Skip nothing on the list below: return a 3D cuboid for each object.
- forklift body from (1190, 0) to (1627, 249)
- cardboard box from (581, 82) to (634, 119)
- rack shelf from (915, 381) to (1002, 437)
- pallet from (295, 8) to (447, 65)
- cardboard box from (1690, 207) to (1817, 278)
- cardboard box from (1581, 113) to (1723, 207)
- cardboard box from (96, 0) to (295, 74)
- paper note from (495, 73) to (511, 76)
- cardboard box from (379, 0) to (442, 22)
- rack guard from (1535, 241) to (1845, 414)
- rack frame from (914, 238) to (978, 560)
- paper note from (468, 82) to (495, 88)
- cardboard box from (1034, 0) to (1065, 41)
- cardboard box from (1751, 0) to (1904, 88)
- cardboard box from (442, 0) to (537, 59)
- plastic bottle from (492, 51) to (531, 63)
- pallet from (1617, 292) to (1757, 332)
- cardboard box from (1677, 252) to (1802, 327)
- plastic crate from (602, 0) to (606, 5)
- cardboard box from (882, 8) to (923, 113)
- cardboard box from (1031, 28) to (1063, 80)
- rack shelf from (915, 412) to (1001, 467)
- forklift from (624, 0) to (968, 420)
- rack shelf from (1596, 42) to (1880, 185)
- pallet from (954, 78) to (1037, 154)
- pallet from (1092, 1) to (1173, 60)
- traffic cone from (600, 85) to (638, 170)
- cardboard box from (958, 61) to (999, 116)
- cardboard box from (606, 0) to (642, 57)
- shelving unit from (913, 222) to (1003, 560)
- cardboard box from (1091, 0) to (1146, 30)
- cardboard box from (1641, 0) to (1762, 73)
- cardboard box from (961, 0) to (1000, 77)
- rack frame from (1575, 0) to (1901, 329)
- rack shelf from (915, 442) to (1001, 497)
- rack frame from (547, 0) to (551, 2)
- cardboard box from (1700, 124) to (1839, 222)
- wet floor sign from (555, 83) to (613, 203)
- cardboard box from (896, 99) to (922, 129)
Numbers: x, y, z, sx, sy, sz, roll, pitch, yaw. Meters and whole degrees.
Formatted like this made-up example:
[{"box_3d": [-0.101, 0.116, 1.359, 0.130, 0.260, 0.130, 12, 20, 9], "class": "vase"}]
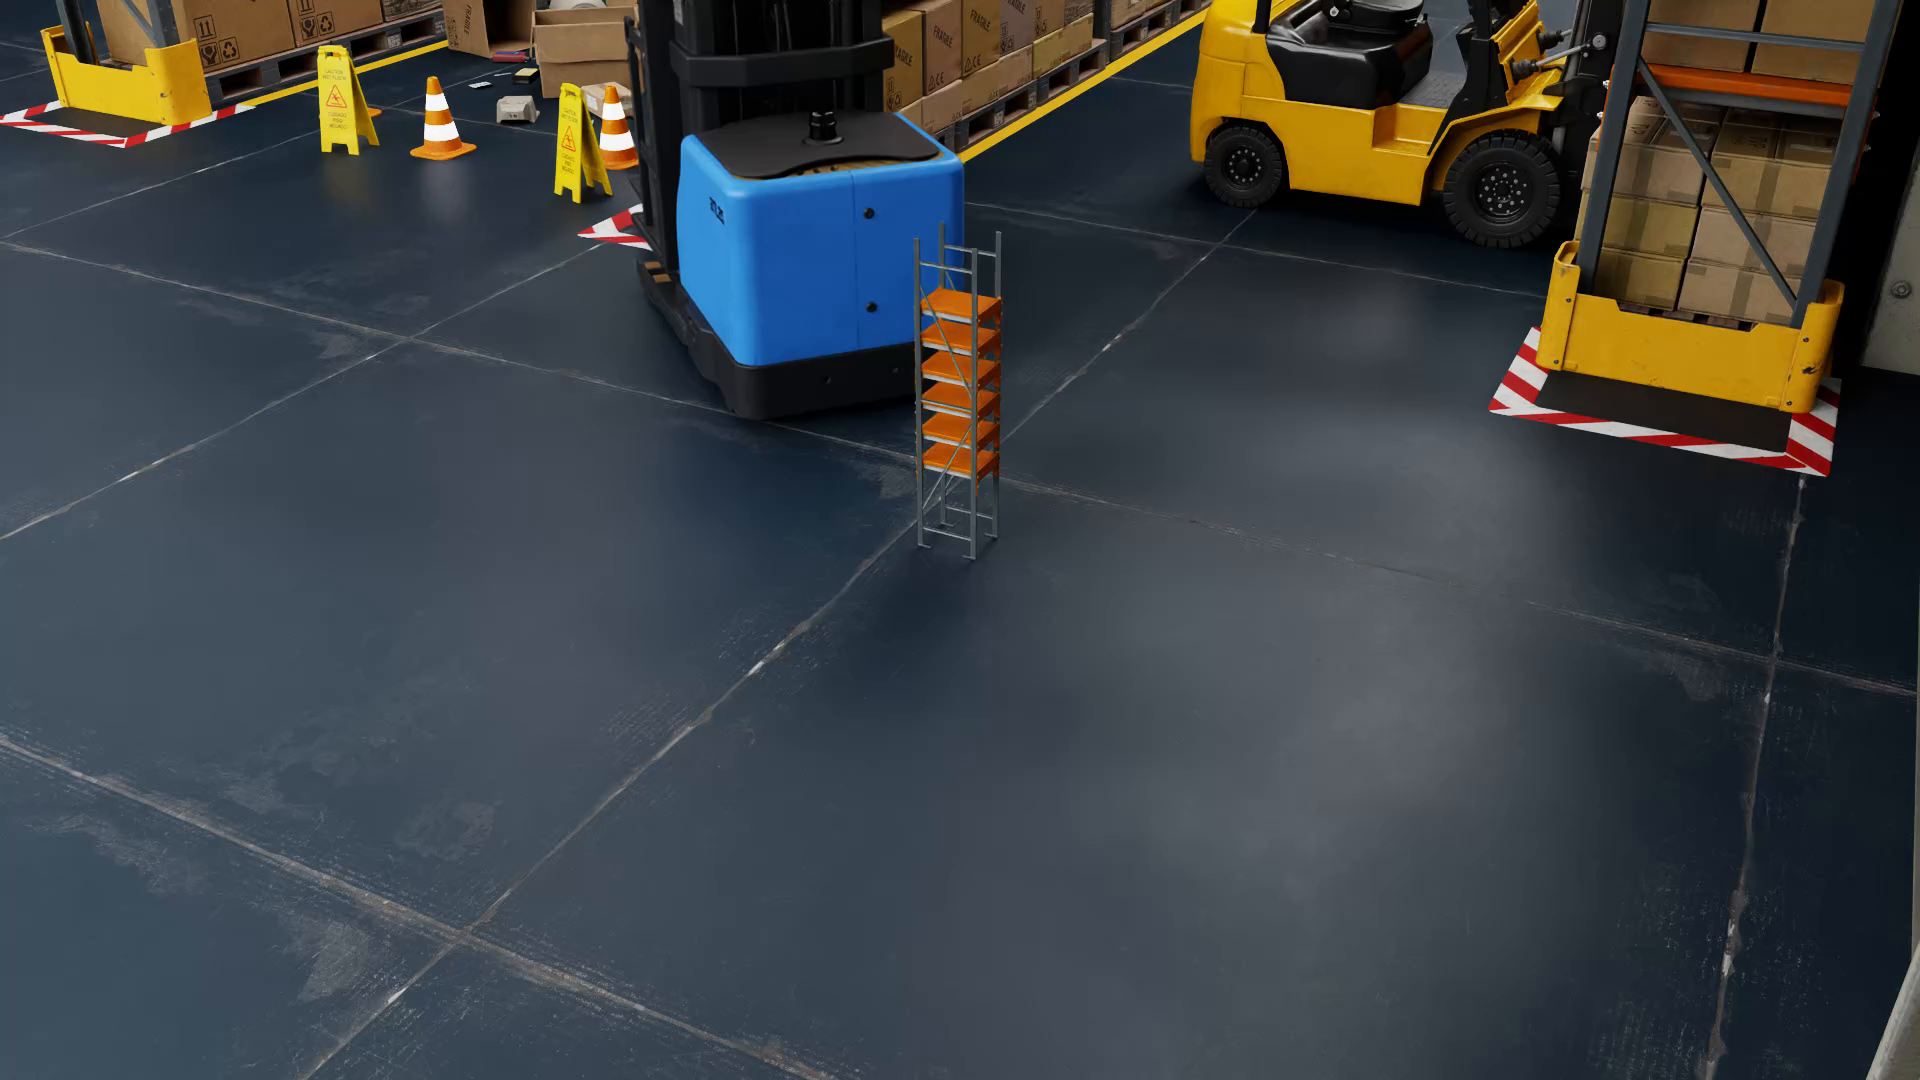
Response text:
[{"box_3d": [2.483, -2.942, 9.214, 2.313, 2.155, 1.214, 14, 33, 23], "class": "forklift body"}, {"box_3d": [-2.378, -2.983, 11.295, 0.250, 0.149, 0.380, -18, 34, -28], "class": "cardboard box"}, {"box_3d": [-0.007, -0.475, 5.962, 0.258, 0.103, 0.180, 14, 33, 23], "class": "rack shelf"}, {"box_3d": [-4.778, -3.960, 12.934, 1.003, 0.211, 1.213, 14, 33, 23], "class": "pallet"}, {"box_3d": [3.643, -1.424, 7.555, 0.500, 0.250, 0.500, 15, 33, 24], "class": "cardboard box"}, {"box_3d": [3.176, -1.754, 7.628, 0.500, 0.250, 0.500, 15, 33, 25], "class": "cardboard box"}, {"box_3d": [-5.379, -3.835, 11.628, 0.875, 0.875, 0.875, 14, 33, 24], "class": "cardboard box"}, {"box_3d": [-3.349, -3.411, 12.179, 0.123, 0.001, 0.032, -18, 34, -28], "class": "paper note"}, {"box_3d": [-4.563, -4.629, 13.011, 0.875, 0.875, 0.875, 15, 33, 24], "class": "cardboard box"}, {"box_3d": [3.233, -0.961, 7.422, 1.175, 0.500, 0.348, 14, 33, 23], "class": "rack guard"}, {"box_3d": [-0.048, -0.473, 5.869, 0.240, 1.200, 0.006, 14, 33, 23], "class": "rack frame"}, {"box_3d": [-3.423, -3.262, 11.901, 0.142, 0.017, 0.144, -25, 38, -36], "class": "paper note"}, {"box_3d": [0.385, -3.719, 11.301, 0.500, 0.500, 0.500, 15, 33, 24], "class": "cardboard box"}, {"box_3d": [3.716, -2.256, 7.066, 0.500, 0.500, 0.500, 15, 33, 25], "class": "cardboard box"}, {"box_3d": [-3.601, -4.028, 12.759, 0.500, 0.500, 0.500, 21, 36, 32], "class": "cardboard box"}, {"box_3d": [-3.361, -3.636, 12.521, 0.283, 0.061, 0.133, 4, 30, 6], "class": "plastic bottle"}, {"box_3d": [3.555, -1.195, 8.119, 1.003, 0.211, 1.213, 14, 33, 23], "class": "pallet"}, {"box_3d": [3.641, -1.219, 7.700, 0.500, 0.250, 0.500, 14, 33, 23], "class": "cardboard box"}, {"box_3d": [-2.720, -4.463, 13.776, 0.662, 0.188, 0.450, -18, 24, -28], "class": "plastic crate"}, {"box_3d": [-0.553, -2.801, 9.701, 0.500, 0.500, 0.500, 13, 32, 22], "class": "cardboard box"}, {"box_3d": [0.382, -3.382, 11.466, 0.500, 0.250, 0.500, 13, 32, 22], "class": "cardboard box"}, {"box_3d": [-0.007, -0.371, 6.022, 0.258, 0.103, 0.180, 14, 33, 23], "class": "rack shelf"}, {"box_3d": [-0.986, -2.494, 7.650, 1.130, 2.935, 3.031, -11, 32, -19], "class": "forklift"}, {"box_3d": [4.155, -2.631, 8.541, 1.077, 0.370, 4.000, 14, 33, 23], "class": "rack shelf"}, {"box_3d": [-0.184, -2.896, 11.081, 1.003, 0.211, 1.213, 14, 33, 23], "class": "pallet"}, {"box_3d": [0.999, -4.090, 13.160, 1.003, 0.211, 1.213, 14, 33, 23], "class": "pallet"}, {"box_3d": [-2.129, -2.563, 10.249, 0.336, 0.463, 0.334, 14, 33, 23], "class": "traffic cone"}, {"box_3d": [-0.087, -2.934, 10.687, 0.500, 0.250, 0.500, 17, 34, 27], "class": "cardboard box"}, {"box_3d": [-2.212, -3.926, 12.445, 0.797, 0.637, 0.503, 14, 33, 23], "class": "cardboard box"}, {"box_3d": [-0.007, -0.514, 5.940, 0.258, 1.200, 0.189, 14, 33, 23], "class": "shelving unit"}, {"box_3d": [0.882, -4.229, 12.820, 0.950, 0.372, 0.625, 15, 33, 24], "class": "cardboard box"}, {"box_3d": [3.234, -2.377, 7.277, 0.500, 0.500, 0.500, 14, 33, 22], "class": "cardboard box"}, {"box_3d": [-0.083, -3.254, 10.491, 0.500, 0.500, 0.500, 15, 33, 24], "class": "cardboard box"}, {"box_3d": [3.244, -2.056, 6.818, 1.000, 3.000, 0.127, 14, 33, 23], "class": "rack frame"}, {"box_3d": [-0.007, -0.267, 6.082, 0.258, 0.103, 0.180, 14, 33, 23], "class": "rack shelf"}, {"box_3d": [-3.807, -6.032, 13.741, 1.000, 3.000, 0.127, 14, 33, 23], "class": "rack frame"}, {"box_3d": [3.631, -1.649, 7.445, 0.500, 0.250, 0.500, 14, 33, 23], "class": "cardboard box"}, {"box_3d": [-2.216, -2.318, 9.638, 0.232, 0.644, 0.267, -25, 38, -36], "class": "wet floor sign"}, {"box_3d": [-0.563, -2.465, 9.870, 0.500, 0.250, 0.500, 14, 33, 23], "class": "cardboard box"}]
